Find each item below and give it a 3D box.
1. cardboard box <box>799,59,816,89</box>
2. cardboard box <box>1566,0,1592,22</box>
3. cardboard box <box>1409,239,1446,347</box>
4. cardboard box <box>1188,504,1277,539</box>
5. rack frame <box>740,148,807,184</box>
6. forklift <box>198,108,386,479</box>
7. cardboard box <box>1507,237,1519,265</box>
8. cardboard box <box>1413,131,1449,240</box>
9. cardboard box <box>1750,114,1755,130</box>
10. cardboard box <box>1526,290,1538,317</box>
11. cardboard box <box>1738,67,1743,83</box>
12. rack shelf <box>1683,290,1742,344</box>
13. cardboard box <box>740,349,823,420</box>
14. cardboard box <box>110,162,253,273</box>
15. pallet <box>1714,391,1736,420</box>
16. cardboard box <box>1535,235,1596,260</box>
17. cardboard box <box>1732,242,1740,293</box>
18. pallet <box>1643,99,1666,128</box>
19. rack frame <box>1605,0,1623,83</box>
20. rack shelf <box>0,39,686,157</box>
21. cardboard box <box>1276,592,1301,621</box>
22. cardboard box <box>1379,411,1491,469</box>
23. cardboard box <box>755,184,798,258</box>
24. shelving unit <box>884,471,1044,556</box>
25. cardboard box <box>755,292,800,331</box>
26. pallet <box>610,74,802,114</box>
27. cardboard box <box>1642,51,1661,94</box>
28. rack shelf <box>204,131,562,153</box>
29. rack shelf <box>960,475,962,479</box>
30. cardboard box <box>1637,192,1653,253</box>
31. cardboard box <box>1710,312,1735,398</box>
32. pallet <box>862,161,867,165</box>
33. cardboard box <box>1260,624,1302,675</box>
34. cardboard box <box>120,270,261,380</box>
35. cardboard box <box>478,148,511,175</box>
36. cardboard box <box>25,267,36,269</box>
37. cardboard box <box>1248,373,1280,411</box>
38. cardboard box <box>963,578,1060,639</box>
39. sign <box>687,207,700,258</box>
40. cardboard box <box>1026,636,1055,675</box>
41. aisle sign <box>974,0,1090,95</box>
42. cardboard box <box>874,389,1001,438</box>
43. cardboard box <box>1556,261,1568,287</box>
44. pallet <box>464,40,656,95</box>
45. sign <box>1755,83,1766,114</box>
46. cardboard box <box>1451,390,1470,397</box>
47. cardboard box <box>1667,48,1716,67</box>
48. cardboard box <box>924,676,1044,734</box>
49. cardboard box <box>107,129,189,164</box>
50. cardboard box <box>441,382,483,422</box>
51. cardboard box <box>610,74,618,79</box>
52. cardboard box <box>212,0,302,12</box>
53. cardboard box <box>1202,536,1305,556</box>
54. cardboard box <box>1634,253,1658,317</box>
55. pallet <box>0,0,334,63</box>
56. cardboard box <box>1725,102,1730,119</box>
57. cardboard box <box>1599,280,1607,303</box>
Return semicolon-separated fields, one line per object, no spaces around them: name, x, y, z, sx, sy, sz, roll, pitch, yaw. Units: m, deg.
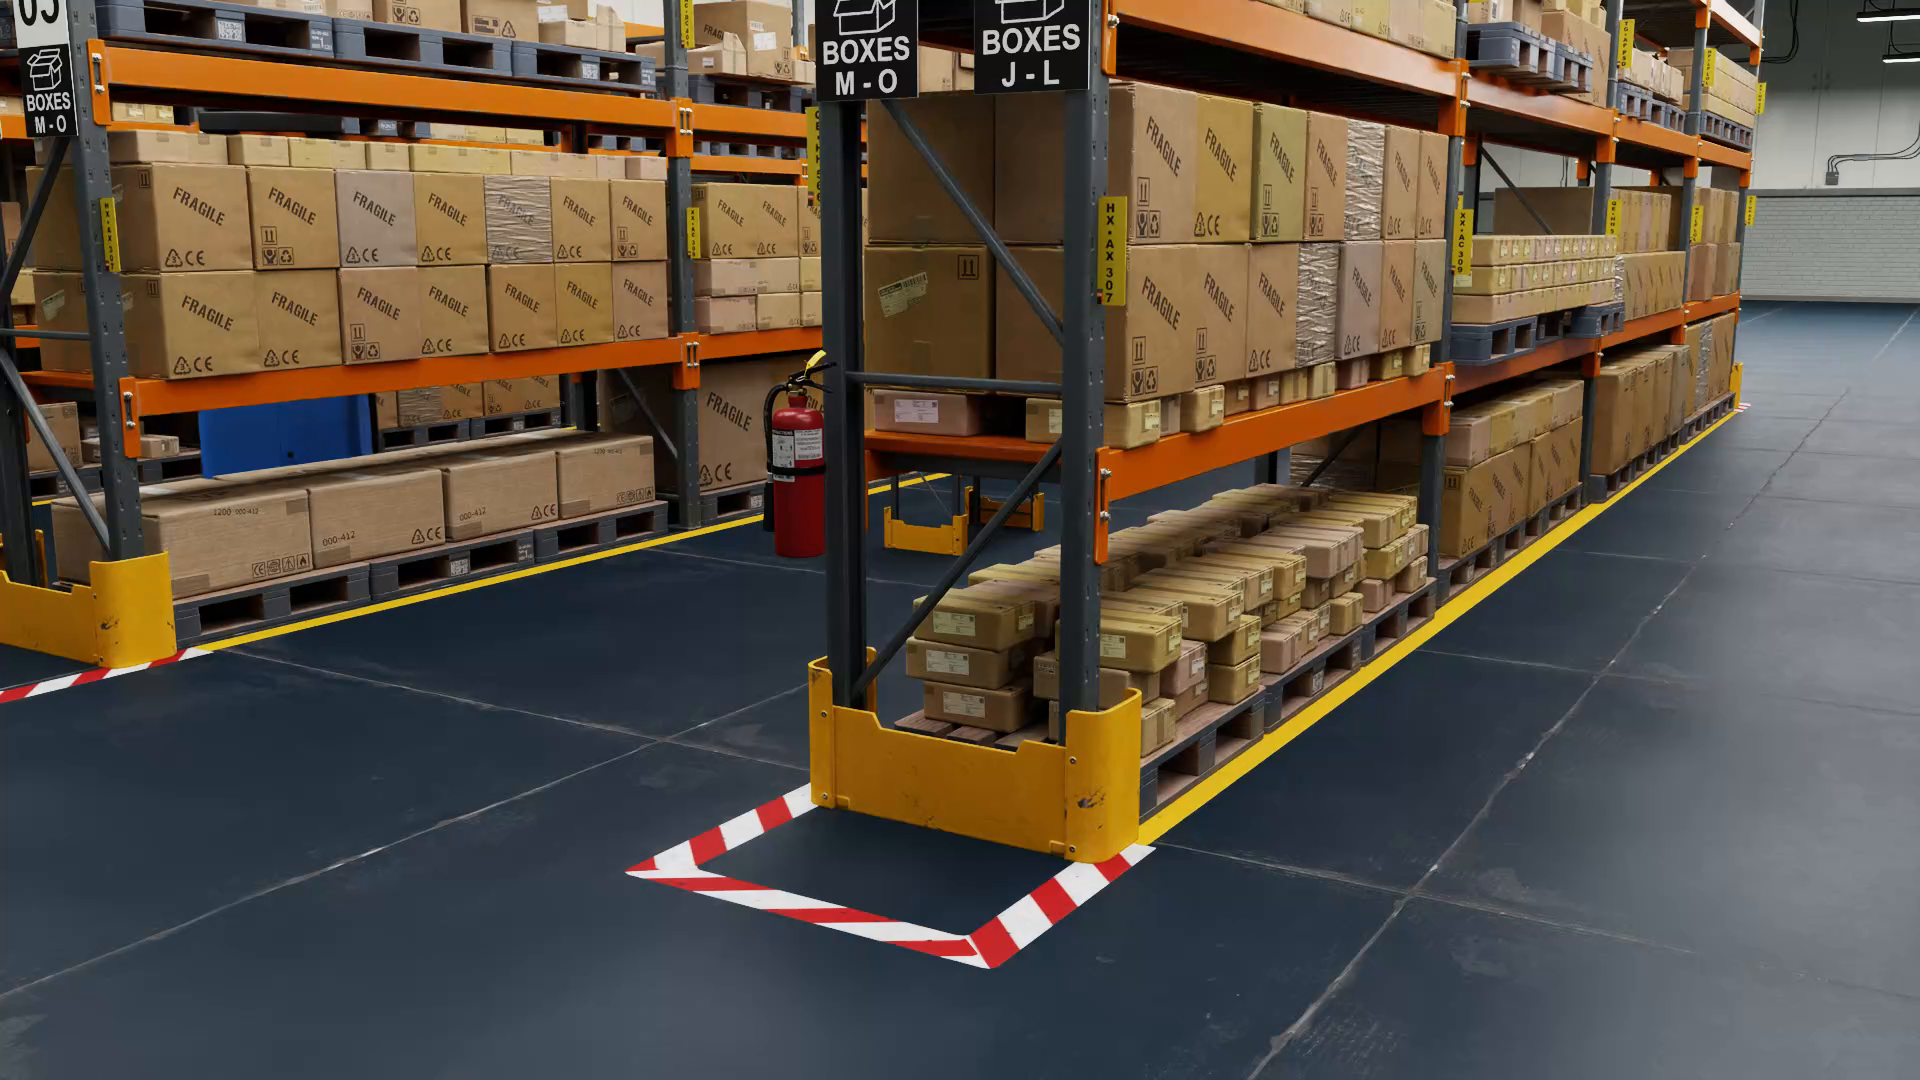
cardboard box;-0.965;-3.458;12.260;0.396;0.266;0.258;8;13;35
cardboard box;3.906;-3.490;10.858;0.396;0.266;0.258;6;12;31
cardboard box;2.061;-1.224;8.177;0.500;0.500;0.500;6;12;31
cardboard box;1.316;-0.070;8.080;0.380;0.149;0.250;6;12;29
rack frame;-2.303;-3.321;20.456;1.000;3.000;0.127;6;12;31
forklift;-4.985;-1.793;12.481;1.130;2.935;3.031;-3;11;-15
cardboard box;2.808;-1.570;9.028;0.380;0.149;0.250;7;13;32
cardboard box;2.058;-1.719;8.103;0.500;0.500;0.500;6;12;29
cardboard box;8.418;-4.541;18.092;0.380;0.149;0.250;6;12;31
cardboard box;3.072;-1.356;9.499;0.380;0.149;0.250;7;12;31
cardboard box;7.755;-4.732;16.947;0.380;0.149;0.250;6;12;30
rack shelf;7.262;-2.351;17.231;1.077;0.370;4.000;6;12;31
cardboard box;-1.497;-0.999;12.687;0.875;0.875;0.875;7;13;32
cardboard box;-3.797;-1.549;8.002;0.500;0.500;0.500;6;12;29
pallet;7.952;-1.515;18.390;1.003;0.211;1.213;6;12;31
cardboard box;3.881;-1.893;10.753;0.380;0.149;0.250;7;13;32
cardboard box;8.147;-3.030;18.497;0.875;0.550;0.550;6;12;31
pallet;5.014;-3.425;13.375;1.003;0.211;1.213;7;13;33
rack frame;4.147;-4.710;11.573;1.000;3.000;0.127;6;12;31
rack shelf;-3.251;-2.395;9.316;1.077;0.370;4.000;6;12;31
cardboard box;1.264;0.234;7.264;0.380;0.149;0.250;7;13;33
cardboard box;2.680;-0.569;9.373;0.500;0.250;0.500;6;12;28
cardboard box;-1.498;-2.254;11.769;0.500;0.500;0.500;6;12;30
shelving unit;0.040;-0.749;10.795;0.587;1.500;1.083;6;12;31
cardboard box;-1.491;-1.641;11.890;0.500;0.250;0.500;6;12;29
pallet;-1.779;-3.118;11.743;0.805;0.209;1.217;6;12;28
cardboard box;5.238;-3.700;13.157;0.500;0.311;0.500;6;12;30
rack shelf;-5.418;-3.498;15.206;1.077;0.370;4.000;6;12;31
rack shelf;0.044;-0.574;10.835;0.538;0.185;1.000;6;12;31
cardboard box;5.443;-2.692;14.106;0.700;0.500;0.500;6;12;31
cardboard box;8.005;-2.068;18.399;0.875;0.875;0.875;6;12;31
pallet;-1.248;-5.080;21.939;1.003;0.211;1.213;6;12;31
cardboard box;1.210;0.441;6.965;0.380;0.149;0.250;6;12;28
cardboard box;-3.795;-1.057;8.093;0.500;0.500;0.500;6;12;30
cardboard box;-2.818;-2.175;9.582;0.380;0.149;0.250;6;12;29
cardboard box;-7.199;-2.004;13.019;0.500;0.250;0.500;6;12;30
cardboard box;1.056;-0.611;6.662;0.380;0.149;0.250;6;12;30
cardboard box;0.232;0.258;6.329;0.380;0.149;0.250;7;13;32
sign;-1.737;-2.001;10.837;0.100;0.325;0.005;6;12;31
cardboard box;0.206;0.399;6.382;0.380;0.149;0.250;6;12;29
aisle sign;0.212;-1.741;4.950;0.394;0.787;0.004;6;12;31
cardboard box;-0.078;-0.458;5.845;0.380;0.149;0.250;6;12;31
cardboard box;3.478;-1.625;10.133;0.380;0.149;0.250;6;12;30
pallet;-2.646;-2.892;10.256;1.003;0.211;1.213;6;12;31
sign;8.757;-4.836;18.207;0.100;0.325;0.005;6;12;31
cardboard box;3.051;-0.866;10.956;0.500;0.250;0.500;6;12;31
cardboard box;6.704;-4.413;15.243;0.380;0.149;0.250;7;12;31
cardboard box;0.089;0.589;6.176;0.380;0.149;0.250;7;12;32
cardboard box;-3.868;-1.849;7.841;0.380;0.149;0.250;7;13;32
cardboard box;-4.954;-1.422;15.966;0.500;0.500;0.500;7;13;33
cardboard box;-3.796;-4.562;17.247;0.500;0.500;0.500;7;12;31
cardboard box;-3.528;-2.716;8.341;0.380;0.149;0.250;7;13;33
cardboard box;1.271;0.092;7.216;0.380;0.149;0.250;6;12;31
cardboard box;5.395;-2.093;13.624;0.500;0.500;0.500;6;12;30
pallet;-3.913;-2.509;8.206;1.003;0.211;1.213;6;12;31
cardboard box;7.363;-4.222;16.387;0.380;0.149;0.250;6;12;31
cardboard box;4.154;-1.684;11.253;0.380;0.149;0.250;6;12;31
